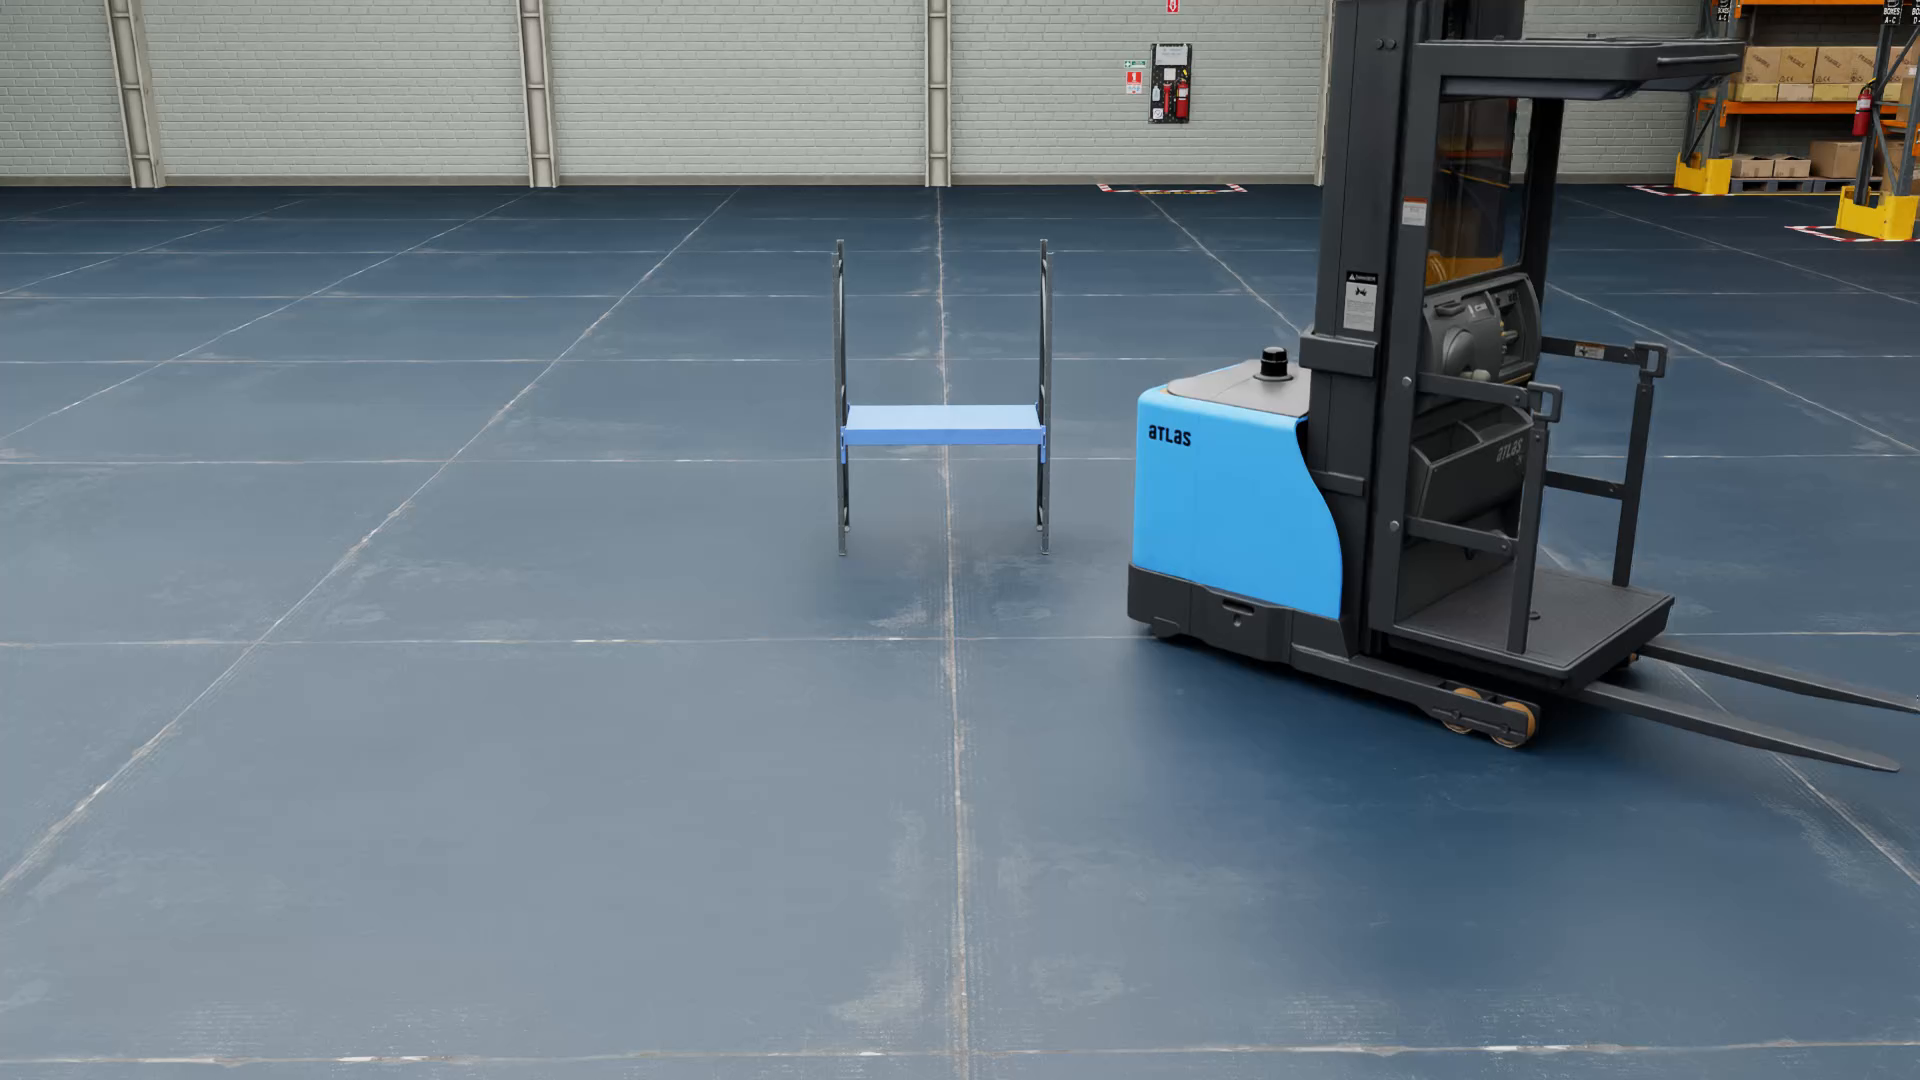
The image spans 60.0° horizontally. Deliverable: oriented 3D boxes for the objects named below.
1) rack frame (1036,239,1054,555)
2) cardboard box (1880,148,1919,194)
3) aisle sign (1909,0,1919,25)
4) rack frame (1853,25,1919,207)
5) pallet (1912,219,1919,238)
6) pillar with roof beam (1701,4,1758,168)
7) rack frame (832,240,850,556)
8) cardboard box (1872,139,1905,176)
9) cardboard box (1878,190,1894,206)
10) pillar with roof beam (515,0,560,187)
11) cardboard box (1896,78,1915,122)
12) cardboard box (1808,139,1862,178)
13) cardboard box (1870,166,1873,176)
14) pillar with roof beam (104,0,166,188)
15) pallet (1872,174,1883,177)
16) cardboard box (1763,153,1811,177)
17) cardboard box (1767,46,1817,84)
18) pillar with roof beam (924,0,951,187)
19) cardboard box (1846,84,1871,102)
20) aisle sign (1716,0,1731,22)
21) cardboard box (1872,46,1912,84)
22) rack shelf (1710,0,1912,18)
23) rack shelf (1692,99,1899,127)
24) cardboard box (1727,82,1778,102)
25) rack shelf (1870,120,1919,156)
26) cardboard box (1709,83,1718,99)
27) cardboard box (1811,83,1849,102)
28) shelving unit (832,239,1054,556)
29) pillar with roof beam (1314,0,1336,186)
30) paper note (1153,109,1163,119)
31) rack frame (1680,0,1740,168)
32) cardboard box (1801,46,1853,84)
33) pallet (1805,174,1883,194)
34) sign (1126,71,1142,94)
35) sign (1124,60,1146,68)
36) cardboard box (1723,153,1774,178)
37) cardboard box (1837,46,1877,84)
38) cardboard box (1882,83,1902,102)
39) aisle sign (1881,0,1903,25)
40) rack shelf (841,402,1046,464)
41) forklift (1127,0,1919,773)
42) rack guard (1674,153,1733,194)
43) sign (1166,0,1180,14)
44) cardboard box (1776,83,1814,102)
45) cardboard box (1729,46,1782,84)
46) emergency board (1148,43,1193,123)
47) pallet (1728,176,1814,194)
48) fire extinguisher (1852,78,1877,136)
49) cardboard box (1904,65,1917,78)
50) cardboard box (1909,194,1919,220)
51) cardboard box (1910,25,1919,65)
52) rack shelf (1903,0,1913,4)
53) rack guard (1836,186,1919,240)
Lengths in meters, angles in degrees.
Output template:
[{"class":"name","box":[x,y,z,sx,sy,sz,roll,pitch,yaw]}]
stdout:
[{"class":"rack frame","box":[0.423,-0.716,8.325,0.032,1.500,0.500,0,18,-1]},{"class":"cardboard box","box":[11.591,-4.479,20.184,0.500,0.500,0.500,0,18,-1]},{"class":"aisle sign","box":[10.999,-6.281,18.962,0.004,0.787,0.394,0,18,-1]},{"class":"rack frame","box":[11.060,-5.137,19.652,0.127,3.000,1.000,0,18,-1]},{"class":"pallet","box":[11.823,-3.826,20.129,1.213,0.211,1.003,0,18,-1]},{"class":"pillar with roof beam","box":[11.732,-8.460,20.187,0.400,9.000,9.100,0,18,-1]},{"class":"rack frame","box":[-0.594,-0.711,8.310,0.032,1.500,0.500,0,18,-1]},{"class":"cardboard box","box":[13.940,-5.672,24.689,0.500,0.500,0.500,-2,18,-5]},{"class":"cardboard box","box":[11.591,-4.121,20.297,0.500,0.250,0.500,0,18,-1]},{"class":"pillar with roof beam","box":[-6.266,-8.373,19.917,0.400,9.000,9.100,0,18,-1]},{"class":"cardboard box","box":[11.526,-5.183,19.631,0.500,0.500,0.700,0,18,-1]},{"class":"cardboard box","box":[12.975,-5.636,24.579,0.500,0.500,0.700,-1,18,-4]},{"class":"cardboard box","box":[13.378,-5.520,24.791,0.250,0.149,0.380,-2,18,-5]},{"class":"pillar with roof beam","box":[-12.265,-8.344,19.826,0.400,9.000,9.100,0,18,-1]},{"class":"pallet","box":[14.306,-5.328,24.810,1.213,0.211,1.003,0,18,-1]},{"class":"cardboard box","box":[12.241,-5.558,24.645,0.500,0.311,0.500,1,18,4]},{"class":"cardboard box","box":[11.954,-6.855,23.992,0.500,0.500,0.500,0,18,-1]},{"class":"pillar with roof beam","box":[-0.267,-8.402,20.007,0.400,9.000,9.100,0,18,-1]},{"class":"cardboard box","box":[13.004,-6.503,24.122,0.500,0.250,0.500,0,18,0]},{"class":"aisle sign","box":[10.910,-7.796,23.684,0.004,0.787,0.394,0,18,-1]},{"class":"cardboard box","box":[13.507,-6.865,24.022,0.500,0.500,0.500,-1,18,-2]},{"class":"rack shelf","box":[12.977,-7.746,24.050,4.000,0.370,1.077,0,18,-1]},{"class":"rack shelf","box":[12.977,-6.317,24.508,4.000,0.370,1.077,0,18,-1]},{"class":"cardboard box","box":[11.471,-6.494,24.093,0.500,0.250,0.500,-1,18,-2]},{"class":"rack shelf","box":[13.059,-4.804,19.792,4.000,0.370,1.077,0,18,-1]},{"class":"cardboard box","box":[11.442,-6.650,24.580,0.500,0.250,0.500,0,18,0]},{"class":"cardboard box","box":[12.499,-6.501,24.116,0.500,0.250,0.500,-1,18,-2]},{"class":"shelving unit","box":[-0.085,-0.714,8.317,1.048,1.500,0.538,0,18,-1]},{"class":"pillar with roof beam","box":[5.733,-8.431,20.097,0.400,9.000,9.100,0,18,-1]},{"class":"paper note","box":[3.015,-6.489,25.309,0.142,0.148,0.016,0,18,-1]},{"class":"rack frame","box":[10.978,-6.650,24.368,0.127,3.000,1.000,0,18,-1]},{"class":"cardboard box","box":[12.471,-6.856,23.994,0.500,0.500,0.500,-1,18,-3]},{"class":"pallet","box":[13.083,-5.321,24.789,1.213,0.211,1.003,0,18,-1]},{"class":"sign","box":[2.639,-6.935,25.196,0.234,0.329,0.001,0,18,-1]},{"class":"sign","box":[2.643,-7.184,25.106,0.331,0.109,0.001,0,18,-1]},{"class":"cardboard box","box":[11.671,-5.555,24.636,0.500,0.311,0.500,-2,18,-7]},{"class":"cardboard box","box":[12.987,-6.862,24.013,0.500,0.500,0.500,0,18,1]},{"class":"cardboard box","box":[13.507,-6.506,24.131,0.500,0.250,0.500,0,18,-1]},{"class":"aisle sign","box":[10.989,-6.465,19.533,0.004,0.787,0.394,0,18,-1]},{"class":"rack shelf","box":[-0.085,-0.542,8.372,1.000,0.185,0.538,0,18,-1]},{"class":"forklift","box":[2.167,-0.808,6.269,3.031,2.935,1.130,15,23,39]},{"class":"rack guard","box":[11.054,-5.460,24.751,0.348,0.500,1.175,0,18,-1]},{"class":"sign","box":[3.183,-8.023,24.852,0.199,0.298,0.001,0,18,-1]},{"class":"cardboard box","box":[11.989,-6.501,24.114,0.500,0.250,0.500,-1,18,-3]},{"class":"cardboard box","box":[11.460,-6.856,23.994,0.500,0.500,0.500,0,18,-1]},{"class":"emergency board","box":[3.193,-6.889,25.111,0.643,1.169,0.194,0,18,-1]},{"class":"pallet","box":[11.866,-5.316,24.774,1.213,0.211,1.003,0,18,-1]},{"class":"fire extinguisher","box":[10.934,-5.242,20.104,0.183,0.674,0.296,0,18,-1]},{"class":"cardboard box","box":[11.439,-5.554,19.725,0.250,0.149,0.380,-1,18,-2]},{"class":"cardboard box","box":[11.599,-3.963,19.804,0.500,0.250,0.500,0,18,-1]},{"class":"cardboard box","box":[11.579,-5.801,19.434,0.500,0.500,0.700,0,18,-1]},{"class":"rack shelf","box":[13.059,-6.233,19.334,4.000,0.370,1.077,0,18,-1]},{"class":"rack guard","box":[11.036,-3.947,20.033,0.348,0.500,1.175,0,18,-1]}]
